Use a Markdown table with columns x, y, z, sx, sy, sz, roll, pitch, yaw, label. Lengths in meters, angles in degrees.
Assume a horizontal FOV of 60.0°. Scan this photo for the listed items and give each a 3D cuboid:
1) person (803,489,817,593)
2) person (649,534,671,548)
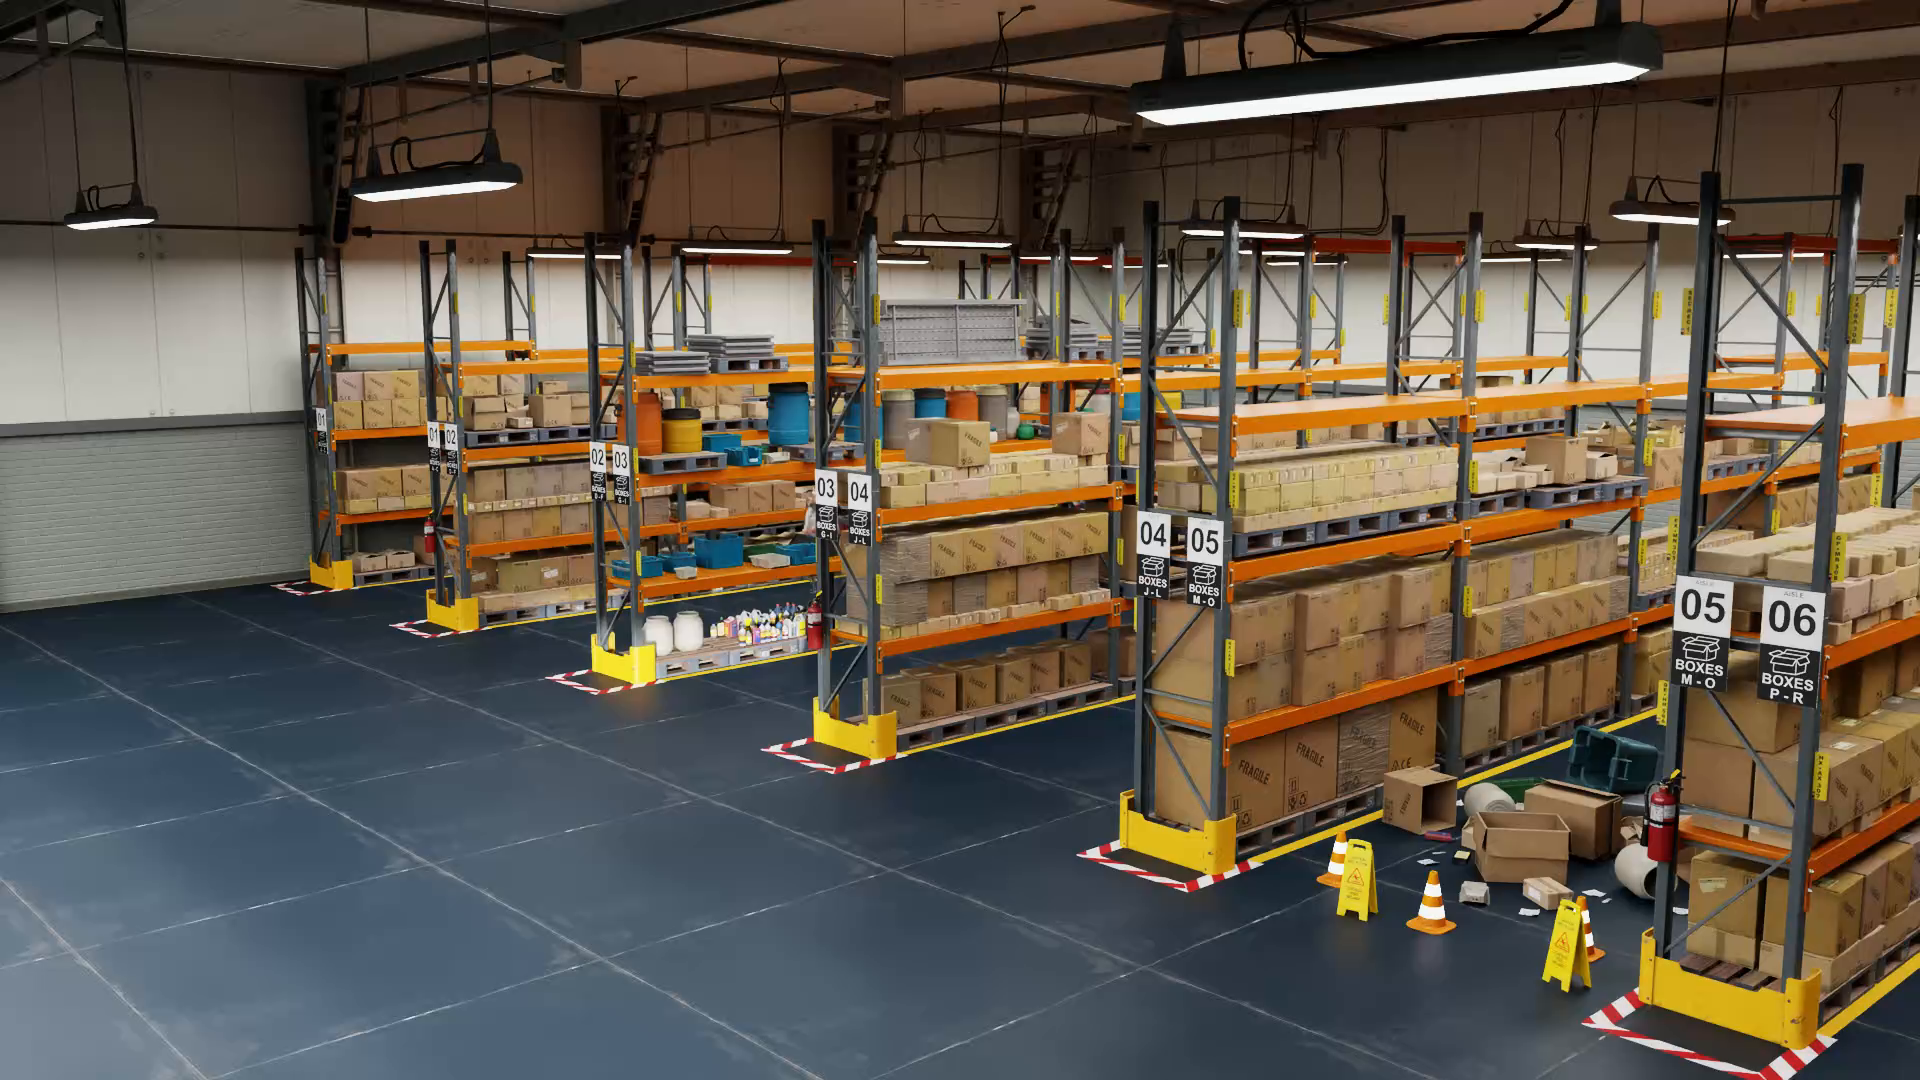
| x | y | z | sx | sy | sz | roll | pitch | yaw | label |
| --- | --- | --- | --- | --- | --- | --- | --- | --- | --- |
| -2.391 | 0.023 | 27.251 | 0.644 | 1.754 | 0.592 | 7 | 11 | 38 | person |
| -5.491 | -0.240 | 30.722 | 0.733 | 1.597 | 0.584 | -7 | 11 | -40 | person |
